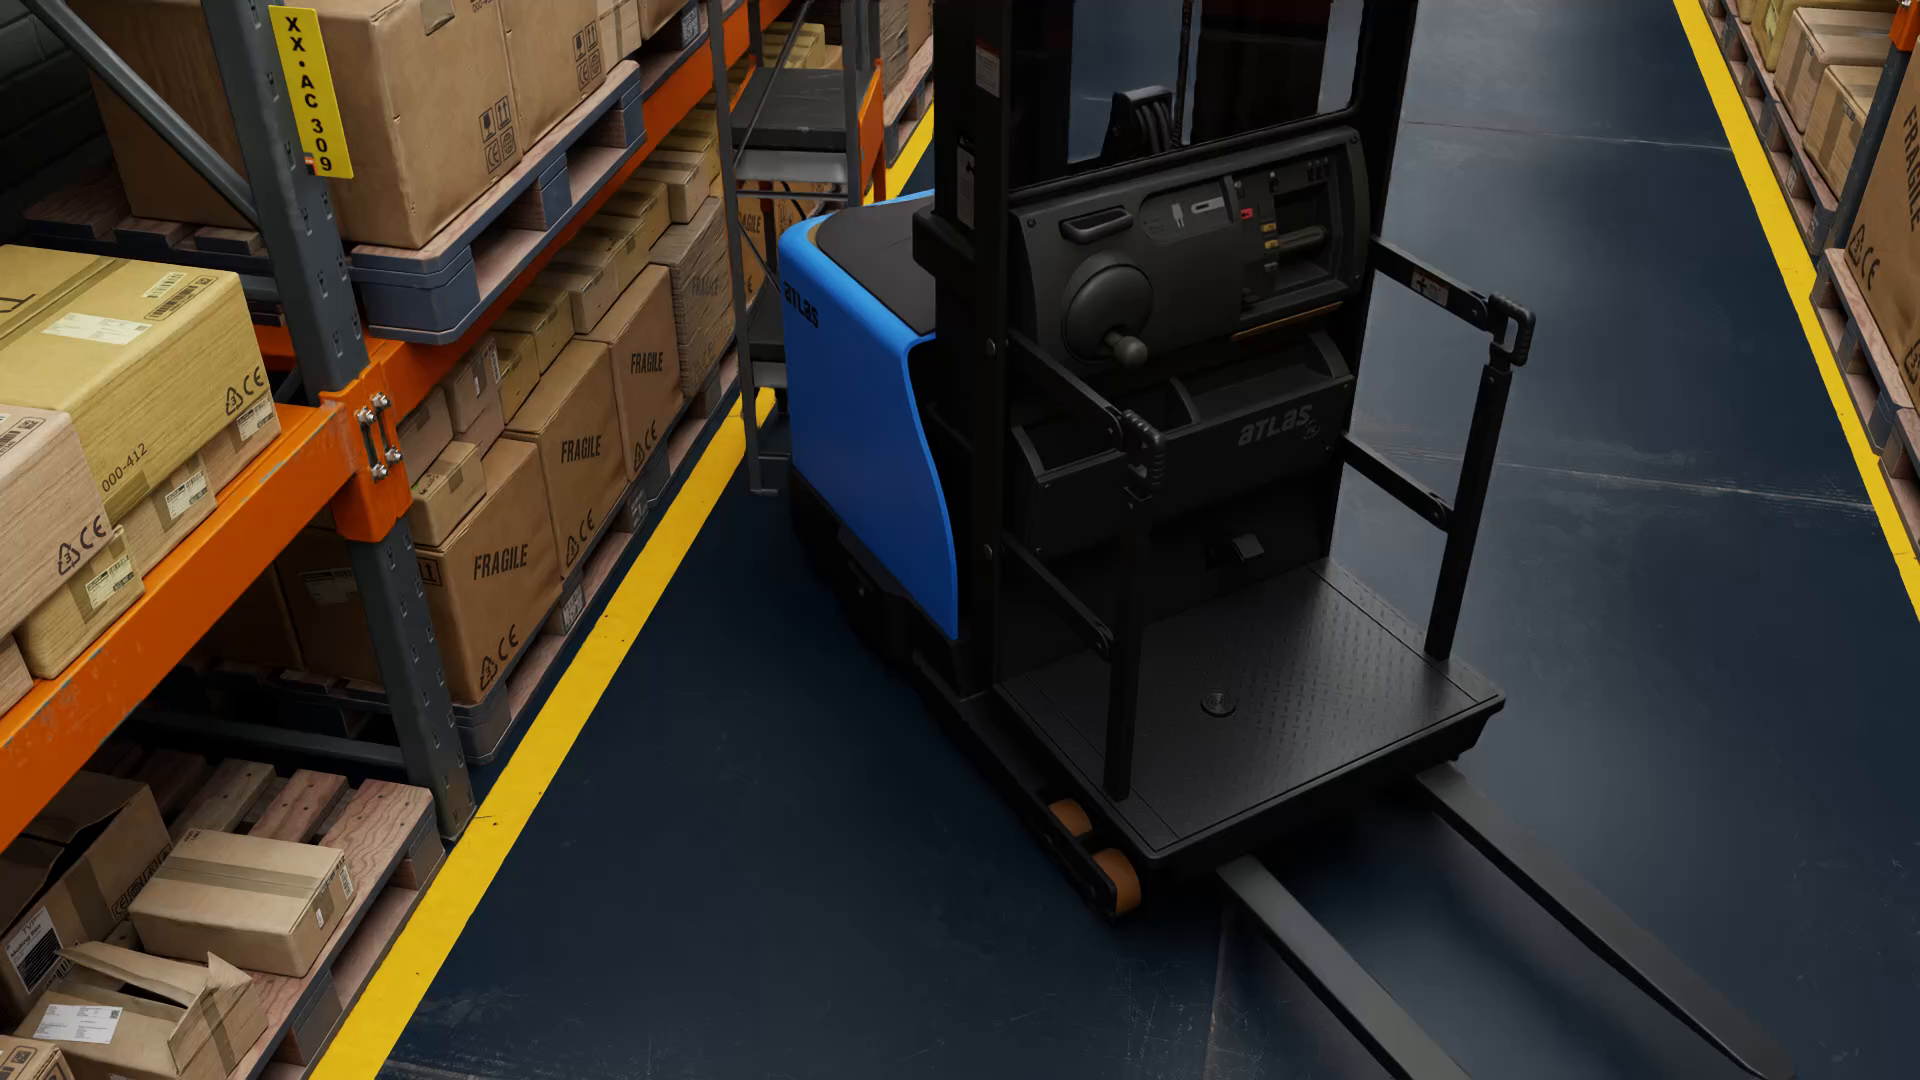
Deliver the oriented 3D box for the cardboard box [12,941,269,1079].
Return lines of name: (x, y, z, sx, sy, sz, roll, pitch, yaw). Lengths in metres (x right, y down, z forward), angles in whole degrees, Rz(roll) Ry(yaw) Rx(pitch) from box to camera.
cardboard box: (-1.653, 0.953, 3.351, 0.396, 0.266, 0.258, 9, 37, 12)

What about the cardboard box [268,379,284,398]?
cardboard box: (-1.897, -0.364, 4.416, 0.380, 0.149, 0.250, 7, 37, 10)

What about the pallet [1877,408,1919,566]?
pallet: (3.455, 0.051, 5.000, 1.003, 0.211, 1.213, 7, 37, 10)

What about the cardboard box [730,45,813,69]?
cardboard box: (-0.776, -1.784, 6.374, 0.380, 0.149, 0.250, 6, 36, 8)

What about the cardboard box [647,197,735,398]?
cardboard box: (-1.090, -0.841, 5.626, 0.500, 0.500, 0.500, 6, 36, 8)

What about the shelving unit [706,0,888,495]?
shelving unit: (-0.464, -1.140, 5.033, 0.431, 2.100, 0.503, 3, 36, 4)

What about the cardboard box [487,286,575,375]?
cardboard box: (-1.336, -0.614, 4.760, 0.380, 0.149, 0.250, 7, 36, 9)

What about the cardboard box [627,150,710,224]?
cardboard box: (-1.059, -1.187, 5.552, 0.380, 0.149, 0.250, 6, 36, 8)

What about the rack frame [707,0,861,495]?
rack frame: (-0.487, -0.997, 4.836, 0.400, 2.100, 0.015, 3, 36, 4)

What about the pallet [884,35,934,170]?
pallet: (-0.676, -2.176, 8.073, 1.003, 0.211, 1.213, 7, 37, 10)

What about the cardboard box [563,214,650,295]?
cardboard box: (-1.190, -0.894, 5.147, 0.380, 0.149, 0.250, 9, 37, 12)

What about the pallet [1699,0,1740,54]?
pallet: (4.649, -2.936, 9.121, 1.003, 0.211, 1.213, 7, 37, 10)

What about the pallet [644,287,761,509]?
pallet: (-1.349, -0.589, 5.882, 1.003, 0.211, 1.213, 7, 37, 10)

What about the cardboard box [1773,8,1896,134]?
cardboard box: (4.240, -2.071, 7.433, 0.950, 0.372, 0.625, 7, 36, 9)

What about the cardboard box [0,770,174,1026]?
cardboard box: (-2.117, 0.723, 3.630, 0.500, 0.311, 0.500, 9, 37, 12)

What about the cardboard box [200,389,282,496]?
cardboard box: (-1.566, -0.229, 3.224, 0.380, 0.149, 0.250, 8, 37, 11)

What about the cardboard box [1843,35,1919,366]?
cardboard box: (3.731, -1.142, 5.723, 0.875, 0.875, 0.875, 7, 37, 10)

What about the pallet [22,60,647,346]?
pallet: (-1.467, -0.912, 4.116, 1.003, 0.211, 1.213, 7, 37, 10)

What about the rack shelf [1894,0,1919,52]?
rack shelf: (3.532, -0.780, 4.384, 1.077, 0.370, 4.000, 7, 37, 10)

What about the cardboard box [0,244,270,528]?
cardboard box: (-1.615, -0.282, 2.958, 0.500, 0.250, 0.500, 8, 37, 11)

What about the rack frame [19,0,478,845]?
rack frame: (-1.745, -0.545, 3.446, 1.000, 3.000, 0.127, 7, 37, 10)

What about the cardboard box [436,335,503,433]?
cardboard box: (-1.399, -0.413, 4.230, 0.380, 0.149, 0.250, 6, 36, 8)

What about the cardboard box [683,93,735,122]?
cardboard box: (-0.976, -1.493, 5.973, 0.380, 0.149, 0.250, 8, 37, 11)

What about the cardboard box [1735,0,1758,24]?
cardboard box: (4.554, -2.904, 8.582, 0.950, 0.372, 0.625, 10, 37, 13)

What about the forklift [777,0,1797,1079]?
forklift: (0.651, -0.591, 3.568, 1.130, 2.935, 3.031, -19, 40, -24)

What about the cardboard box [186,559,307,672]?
cardboard box: (-1.929, -0.022, 4.496, 0.500, 0.500, 0.500, 7, 37, 10)

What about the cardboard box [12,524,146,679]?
cardboard box: (-1.632, 0.075, 2.804, 0.380, 0.149, 0.250, 8, 37, 11)

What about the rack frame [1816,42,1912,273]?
rack frame: (3.960, -2.218, 5.755, 1.000, 3.000, 0.127, 7, 37, 10)

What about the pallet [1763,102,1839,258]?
pallet: (4.128, -1.537, 7.191, 1.003, 0.211, 1.213, 7, 37, 10)

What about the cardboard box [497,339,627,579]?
cardboard box: (-1.317, -0.259, 4.823, 0.500, 0.500, 0.500, 7, 36, 9)

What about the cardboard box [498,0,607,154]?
cardboard box: (-1.312, -1.302, 4.047, 0.700, 0.500, 0.500, 8, 37, 10)

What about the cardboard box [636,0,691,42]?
cardboard box: (-1.145, -1.752, 4.668, 0.700, 0.500, 0.500, 7, 37, 10)

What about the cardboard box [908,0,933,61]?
cardboard box: (-0.612, -2.778, 8.193, 0.875, 0.625, 0.625, 8, 37, 11)

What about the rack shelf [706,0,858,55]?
rack shelf: (-0.464, -1.695, 4.630, 0.431, 0.518, 0.480, 3, 36, 4)

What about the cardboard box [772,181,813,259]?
cardboard box: (-0.888, -1.441, 6.455, 0.500, 0.500, 0.500, 7, 36, 9)

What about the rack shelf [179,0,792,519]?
rack shelf: (-1.317, -1.400, 5.239, 1.077, 0.370, 4.000, 7, 37, 10)

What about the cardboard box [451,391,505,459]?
cardboard box: (-1.425, -0.306, 4.336, 0.380, 0.149, 0.250, 6, 36, 9)

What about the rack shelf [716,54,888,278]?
rack shelf: (-0.464, -1.128, 5.041, 0.431, 0.518, 0.480, 3, 36, 4)
